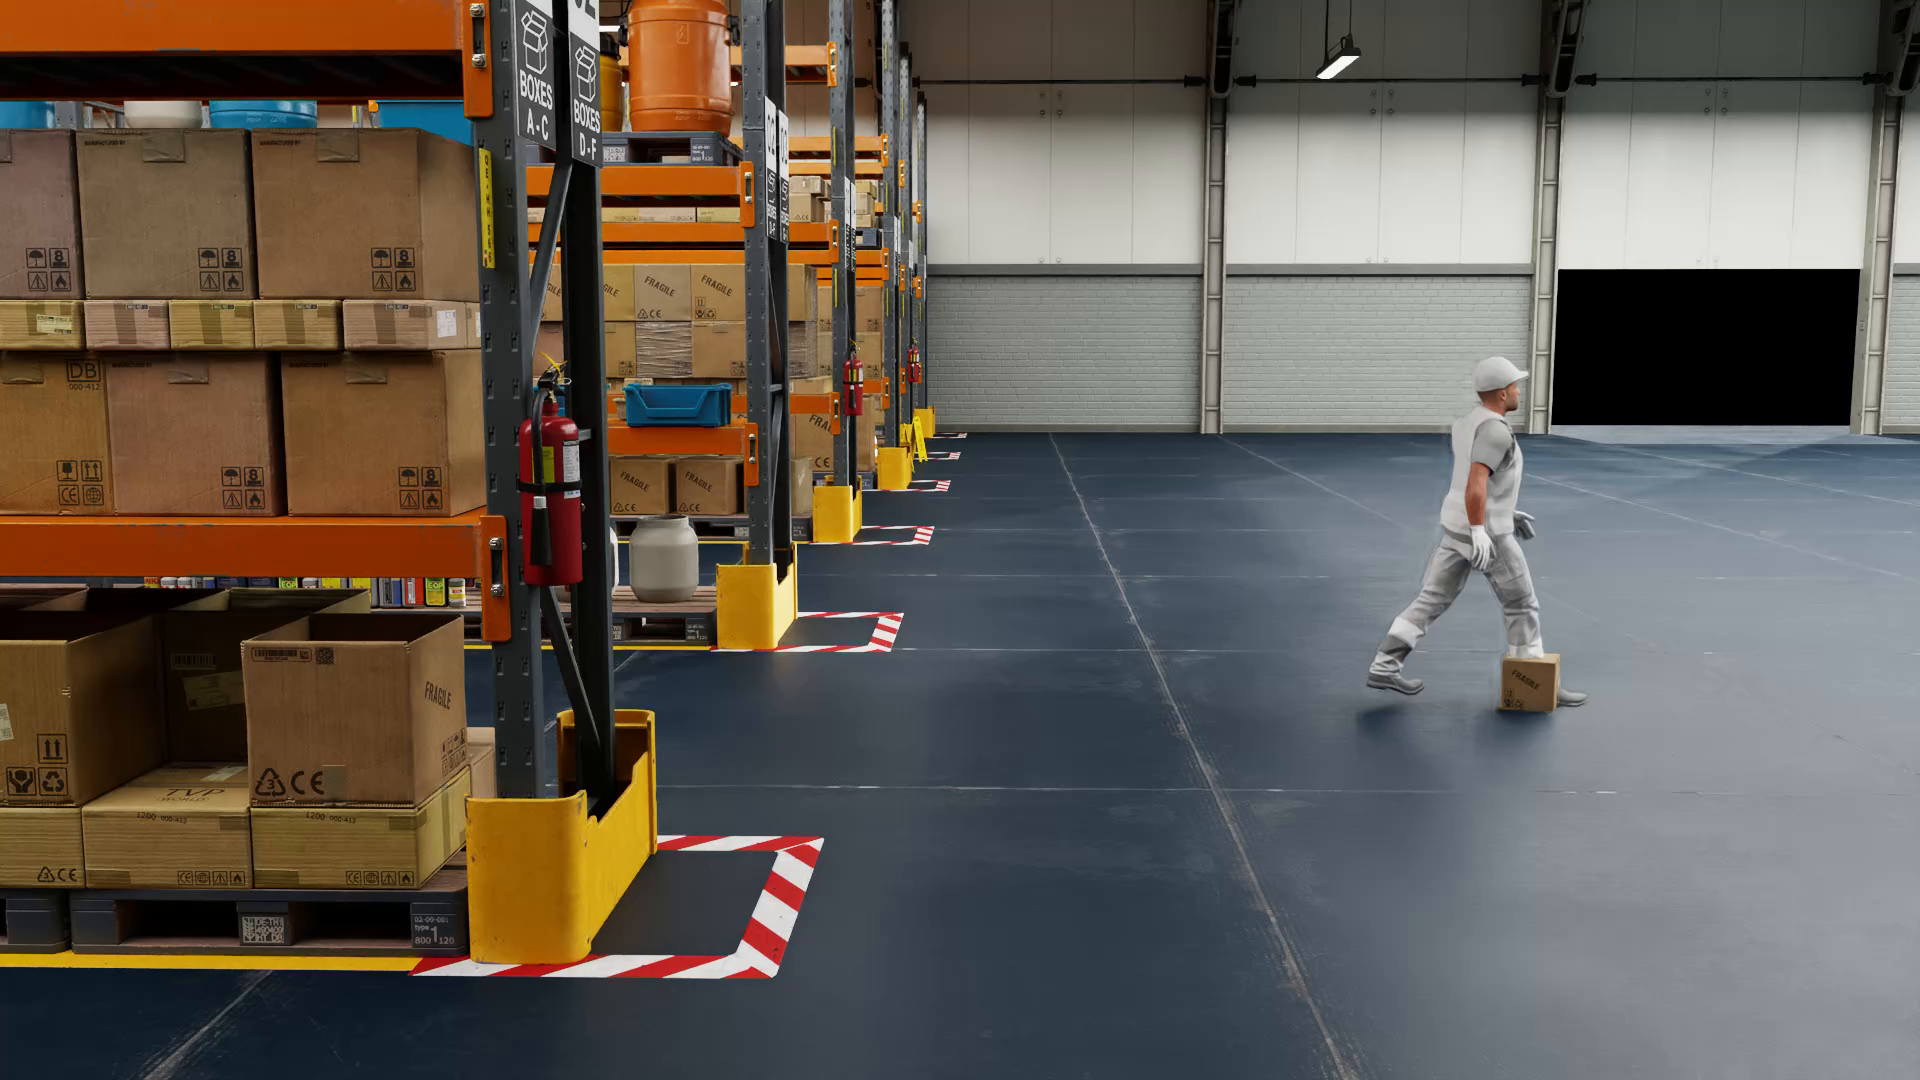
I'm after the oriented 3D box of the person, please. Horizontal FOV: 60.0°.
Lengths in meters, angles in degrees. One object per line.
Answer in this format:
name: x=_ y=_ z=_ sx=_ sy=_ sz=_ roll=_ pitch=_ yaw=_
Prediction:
person: x=2.595 y=-0.030 z=8.195 sx=1.112 sy=1.737 sz=0.657 roll=-1 pitch=7 yaw=-9
